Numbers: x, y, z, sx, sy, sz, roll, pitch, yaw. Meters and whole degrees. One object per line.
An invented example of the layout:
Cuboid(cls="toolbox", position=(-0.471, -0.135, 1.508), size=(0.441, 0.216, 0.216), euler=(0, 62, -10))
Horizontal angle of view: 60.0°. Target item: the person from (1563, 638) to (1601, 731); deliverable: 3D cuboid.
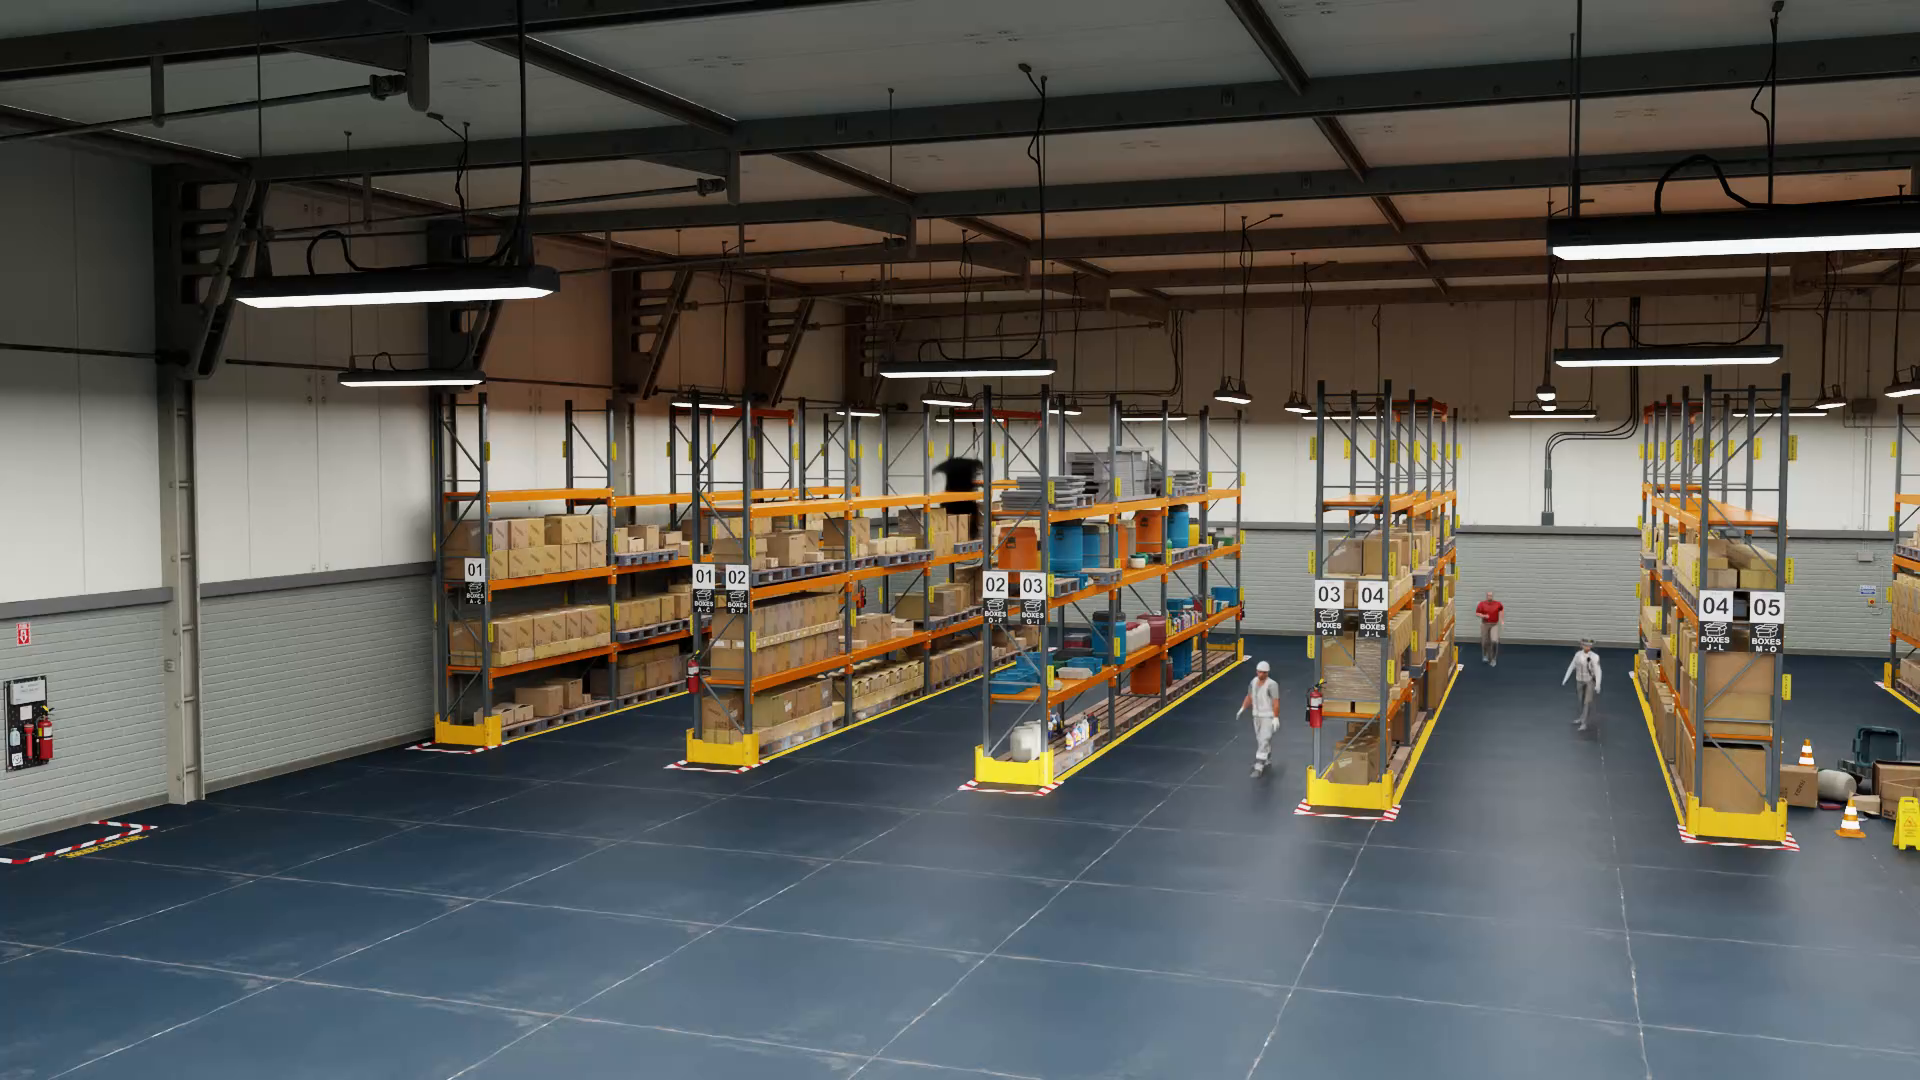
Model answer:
Cuboid(cls="person", position=(11.285, 2.585, 30.092), size=(0.746, 1.657, 0.646), euler=(-2, 4, -36))

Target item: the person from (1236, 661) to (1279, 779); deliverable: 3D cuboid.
Cuboid(cls="person", position=(4.650, 2.751, 25.791), size=(0.766, 1.779, 0.740), euler=(-2, 4, -34))

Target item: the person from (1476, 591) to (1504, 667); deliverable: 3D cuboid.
Cuboid(cls="person", position=(12.409, 2.081, 38.934), size=(0.648, 1.790, 0.852), euler=(1, 3, 15))
